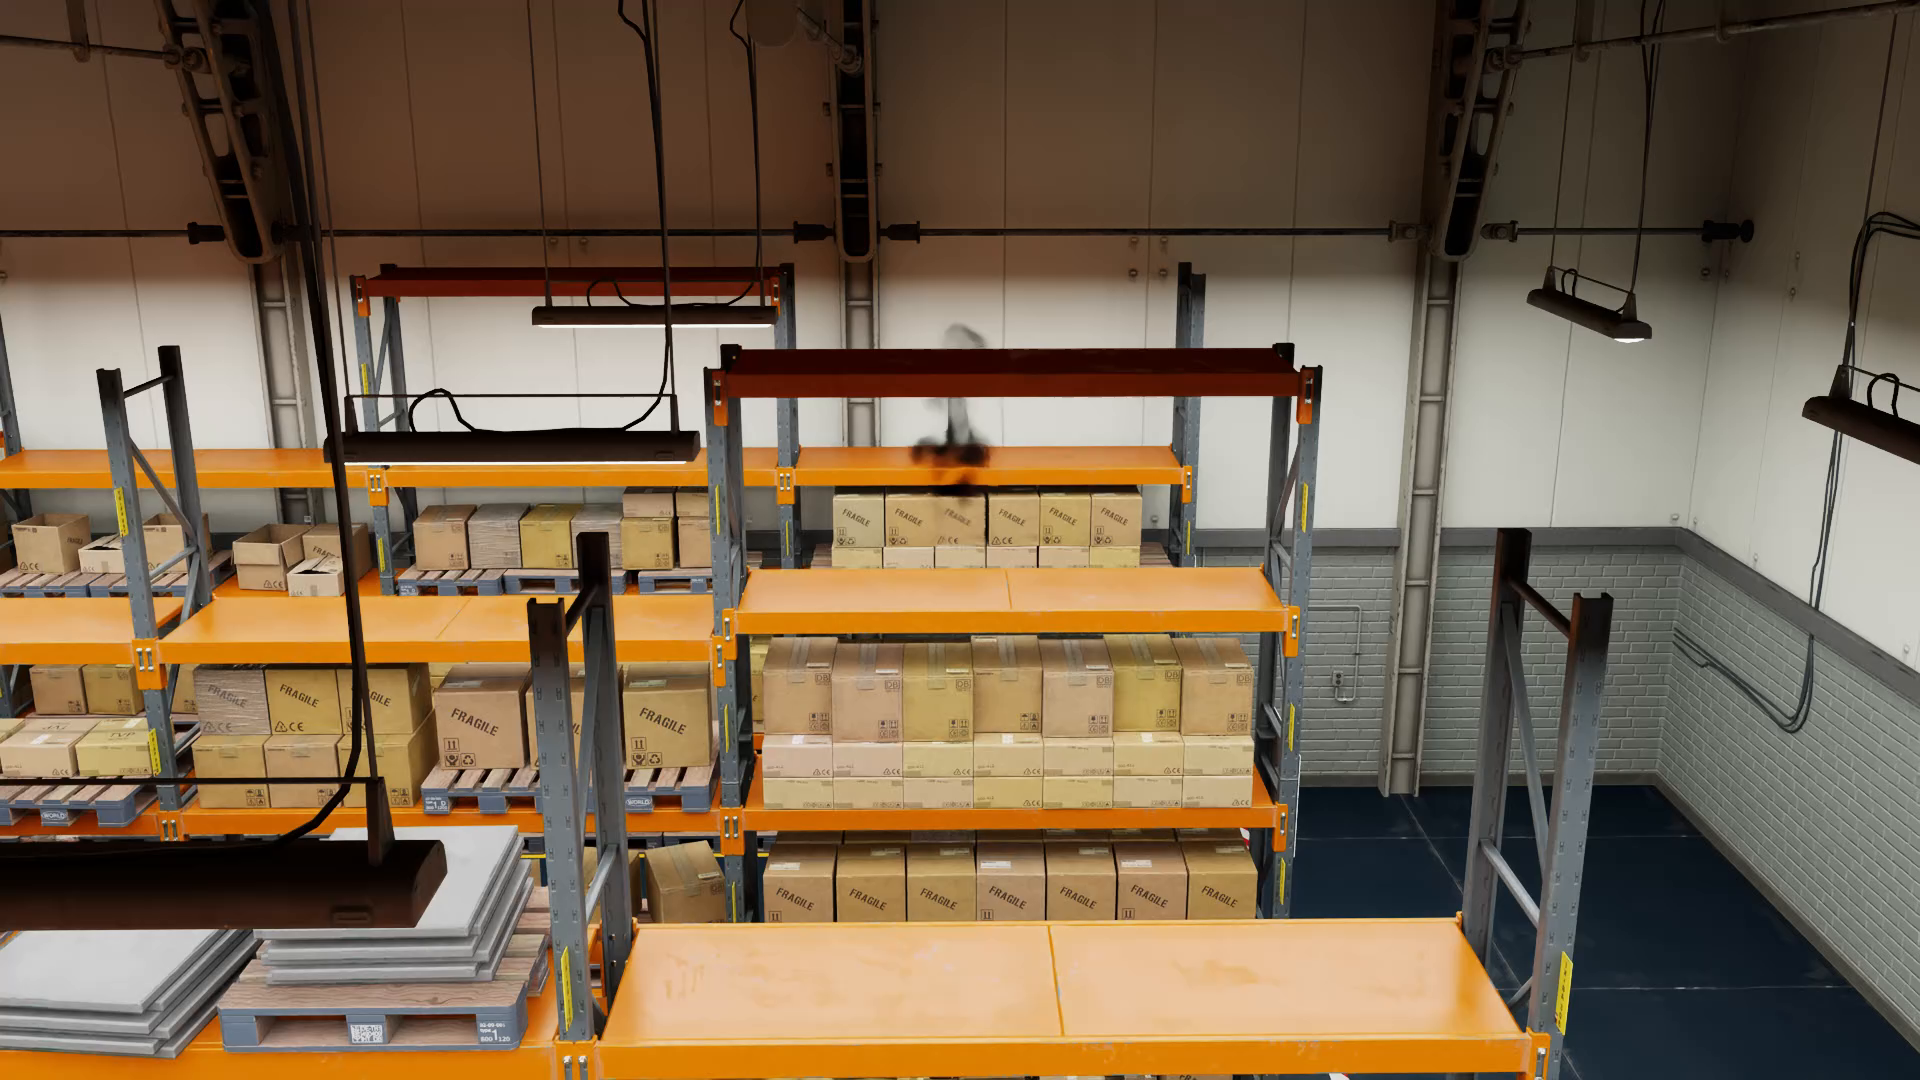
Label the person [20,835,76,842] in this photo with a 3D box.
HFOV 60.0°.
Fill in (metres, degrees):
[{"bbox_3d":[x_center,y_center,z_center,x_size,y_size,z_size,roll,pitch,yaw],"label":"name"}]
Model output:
[{"bbox_3d":[-8.114,3.028,15.044,0.795,1.856,0.678,-3,16,-9],"label":"person"}]
